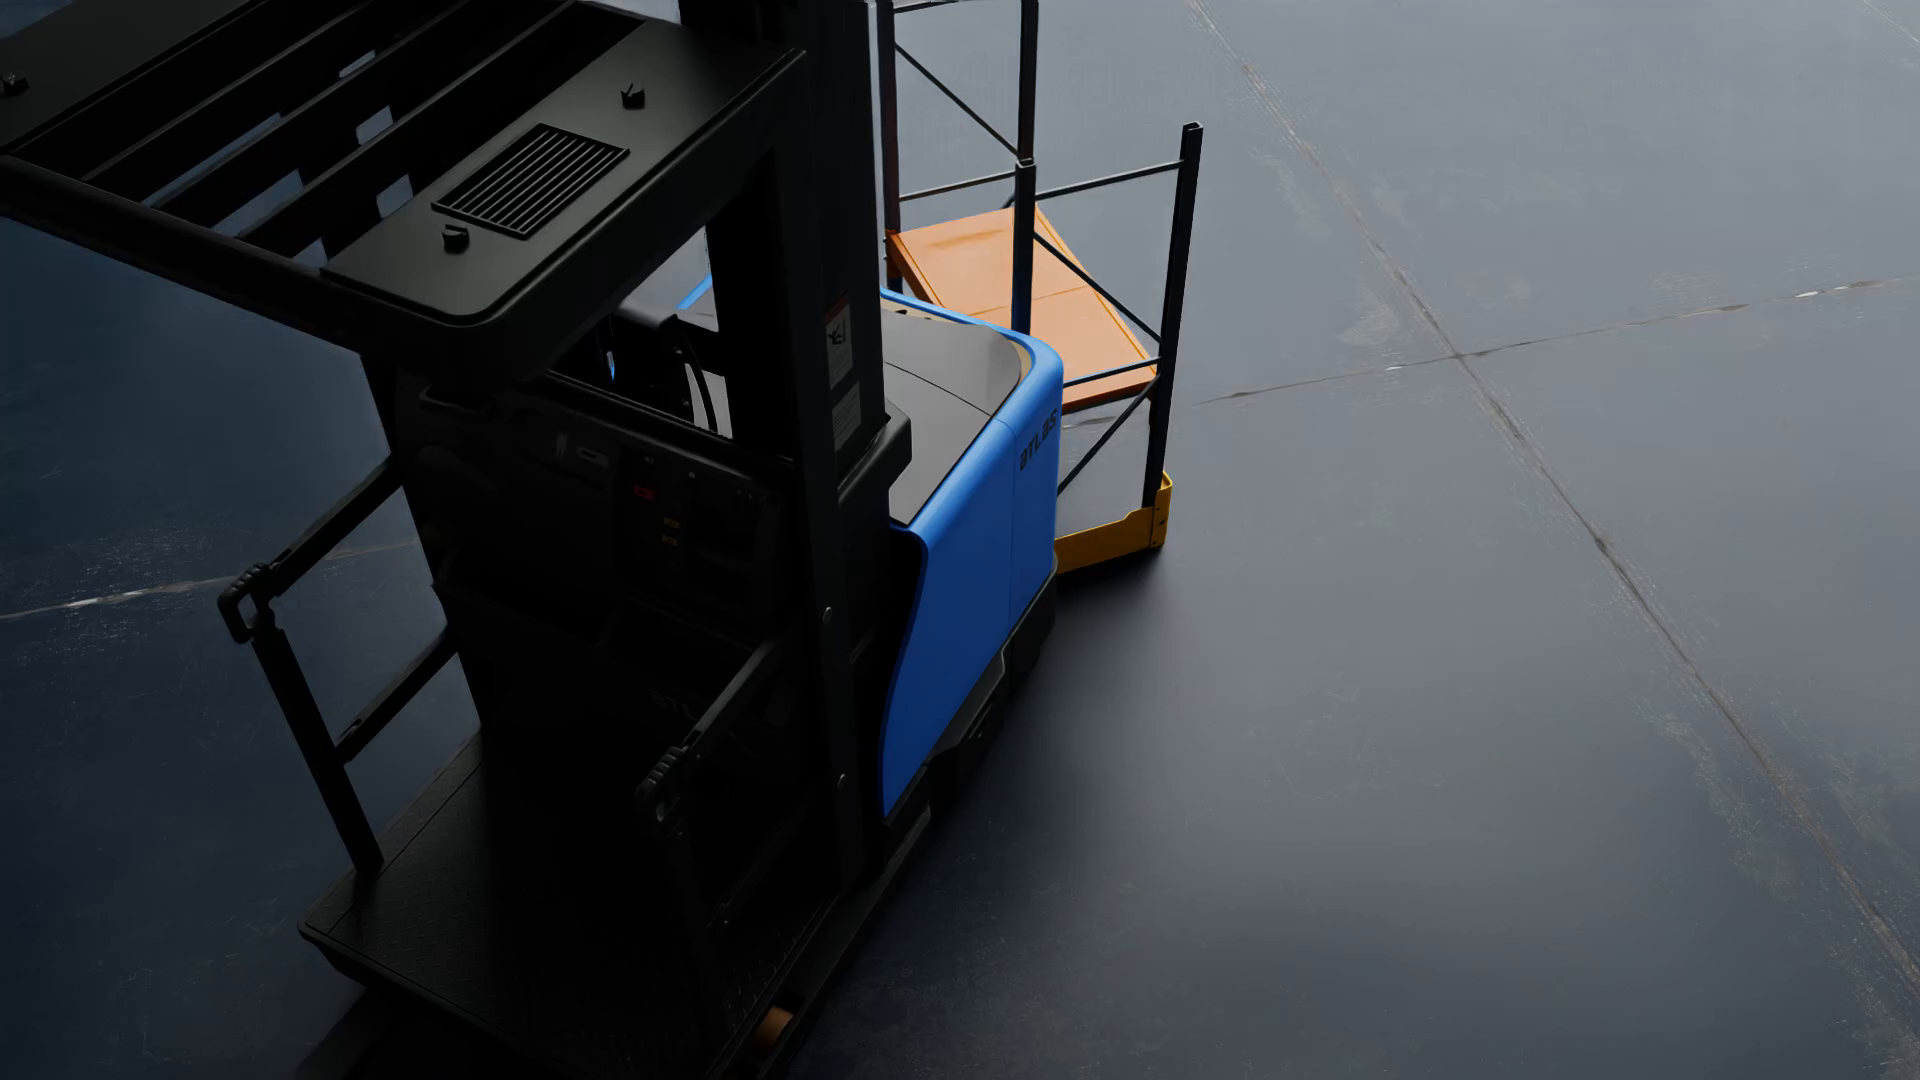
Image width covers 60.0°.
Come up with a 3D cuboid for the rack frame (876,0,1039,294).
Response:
[{"bbox_3d":[-0.003,-1.128,5.305,0.500,1.500,0.032,-16,48,-15],"label":"rack frame"}]

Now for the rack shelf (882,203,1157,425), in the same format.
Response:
[{"bbox_3d":[0.185,-0.664,5.103,0.538,0.185,1.000,-16,48,-15],"label":"rack shelf"}]

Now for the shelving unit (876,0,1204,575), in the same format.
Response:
[{"bbox_3d":[0.181,-0.796,4.980,0.587,1.500,1.083,-16,48,-15],"label":"shelving unit"}]

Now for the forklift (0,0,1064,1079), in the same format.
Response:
[{"bbox_3d":[-0.851,0.003,3.195,1.130,2.935,3.031,21,49,19],"label":"forklift"}]

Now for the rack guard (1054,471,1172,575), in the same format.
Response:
[{"bbox_3d":[0.366,-0.028,5.103,0.587,0.250,0.087,-16,48,-15],"label":"rack guard"}]

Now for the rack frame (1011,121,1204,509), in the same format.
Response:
[{"bbox_3d":[0.373,-0.453,4.644,0.500,1.500,0.032,-16,48,-15],"label":"rack frame"}]
